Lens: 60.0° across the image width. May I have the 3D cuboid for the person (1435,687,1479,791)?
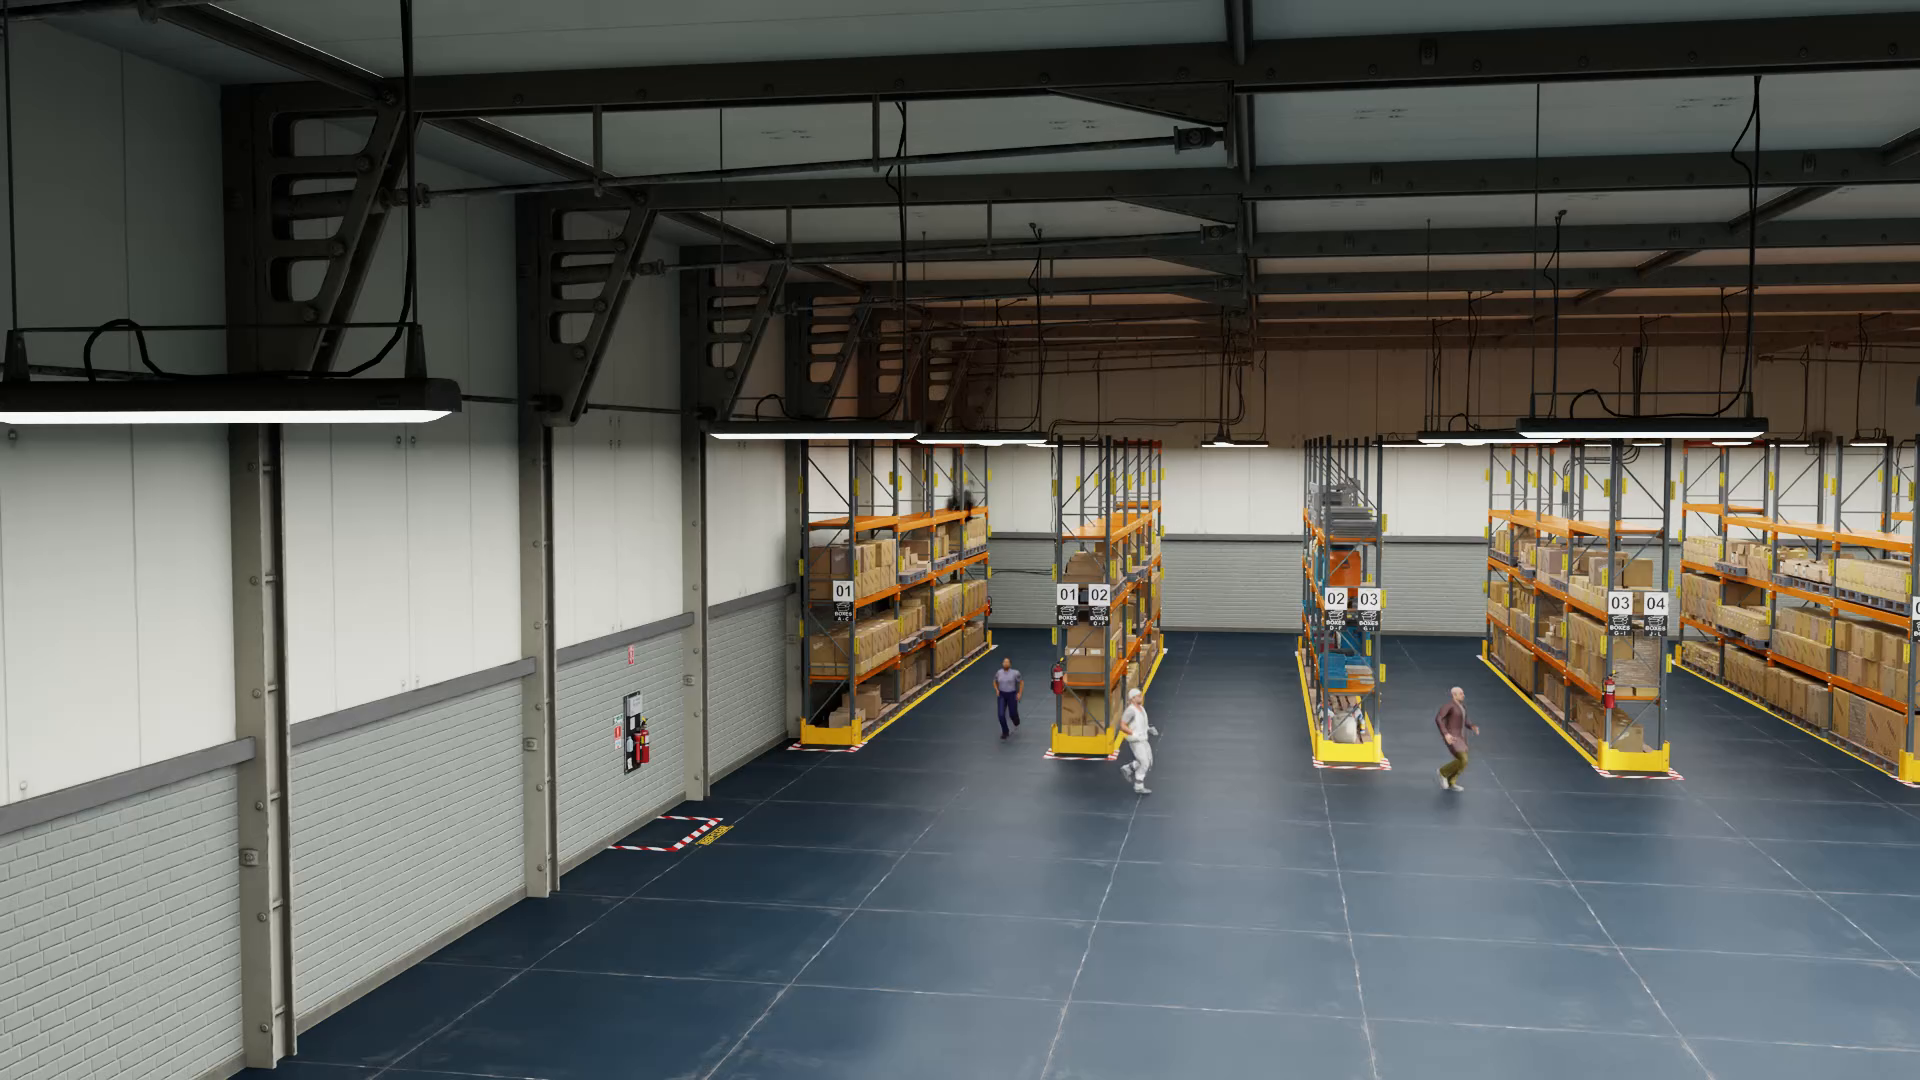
[{"bbox_3d":[8.354,3.340,27.914,0.628,1.747,0.722,3,4,42],"label":"person"}]

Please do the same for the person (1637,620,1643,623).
[{"bbox_3d":[18.114,2.423,44.860,0.914,1.760,0.673,-3,4,-45],"label":"person"}]

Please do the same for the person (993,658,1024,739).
[{"bbox_3d":[0.956,3.144,33.253,0.625,1.595,0.617,1,3,10],"label":"person"}]

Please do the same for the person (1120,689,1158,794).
[{"bbox_3d":[2.923,3.350,27.809,0.645,1.740,0.696,2,4,35],"label":"person"}]
